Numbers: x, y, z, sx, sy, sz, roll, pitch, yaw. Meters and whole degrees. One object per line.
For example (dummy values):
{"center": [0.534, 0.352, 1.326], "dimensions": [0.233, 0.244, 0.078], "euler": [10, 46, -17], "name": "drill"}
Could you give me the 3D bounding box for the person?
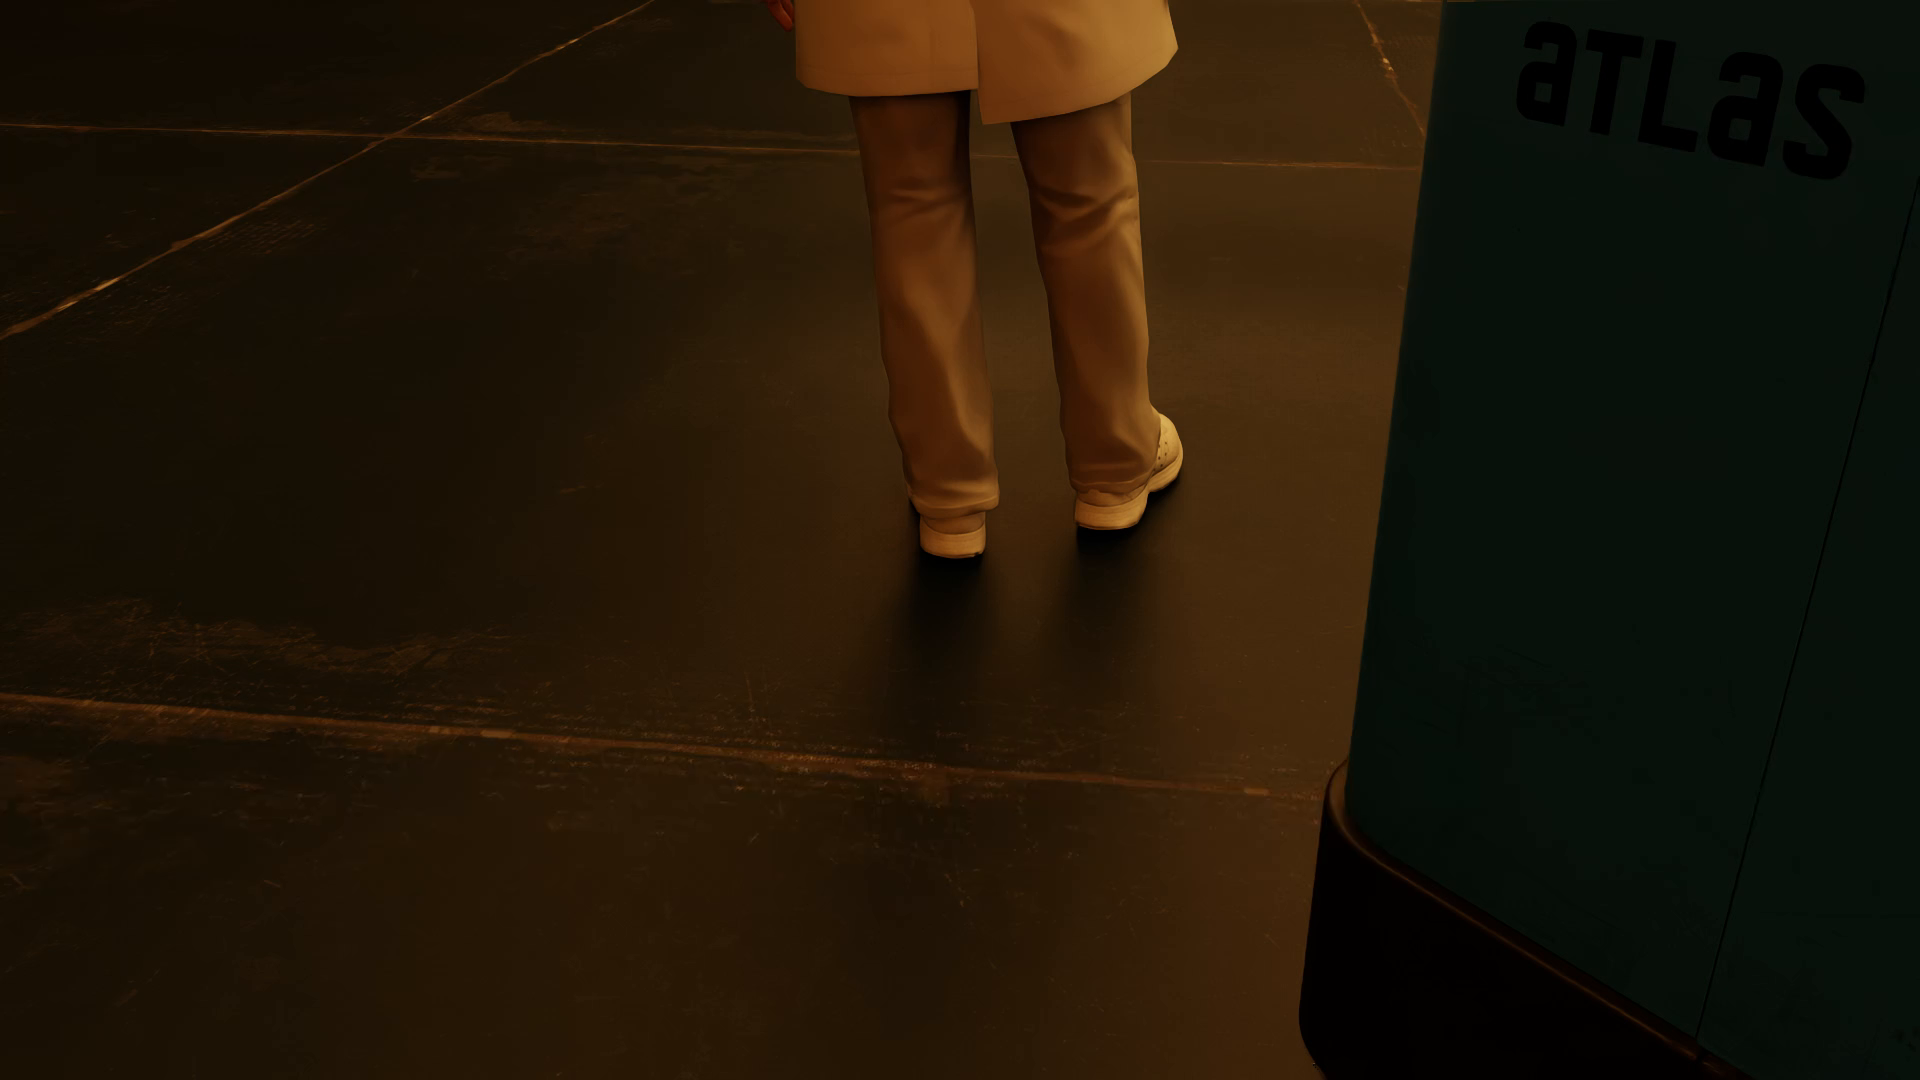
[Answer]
{"center": [0.017, -0.842, 2.179], "dimensions": [0.694, 1.776, 0.581], "euler": [3, 27, 7], "name": "person"}
